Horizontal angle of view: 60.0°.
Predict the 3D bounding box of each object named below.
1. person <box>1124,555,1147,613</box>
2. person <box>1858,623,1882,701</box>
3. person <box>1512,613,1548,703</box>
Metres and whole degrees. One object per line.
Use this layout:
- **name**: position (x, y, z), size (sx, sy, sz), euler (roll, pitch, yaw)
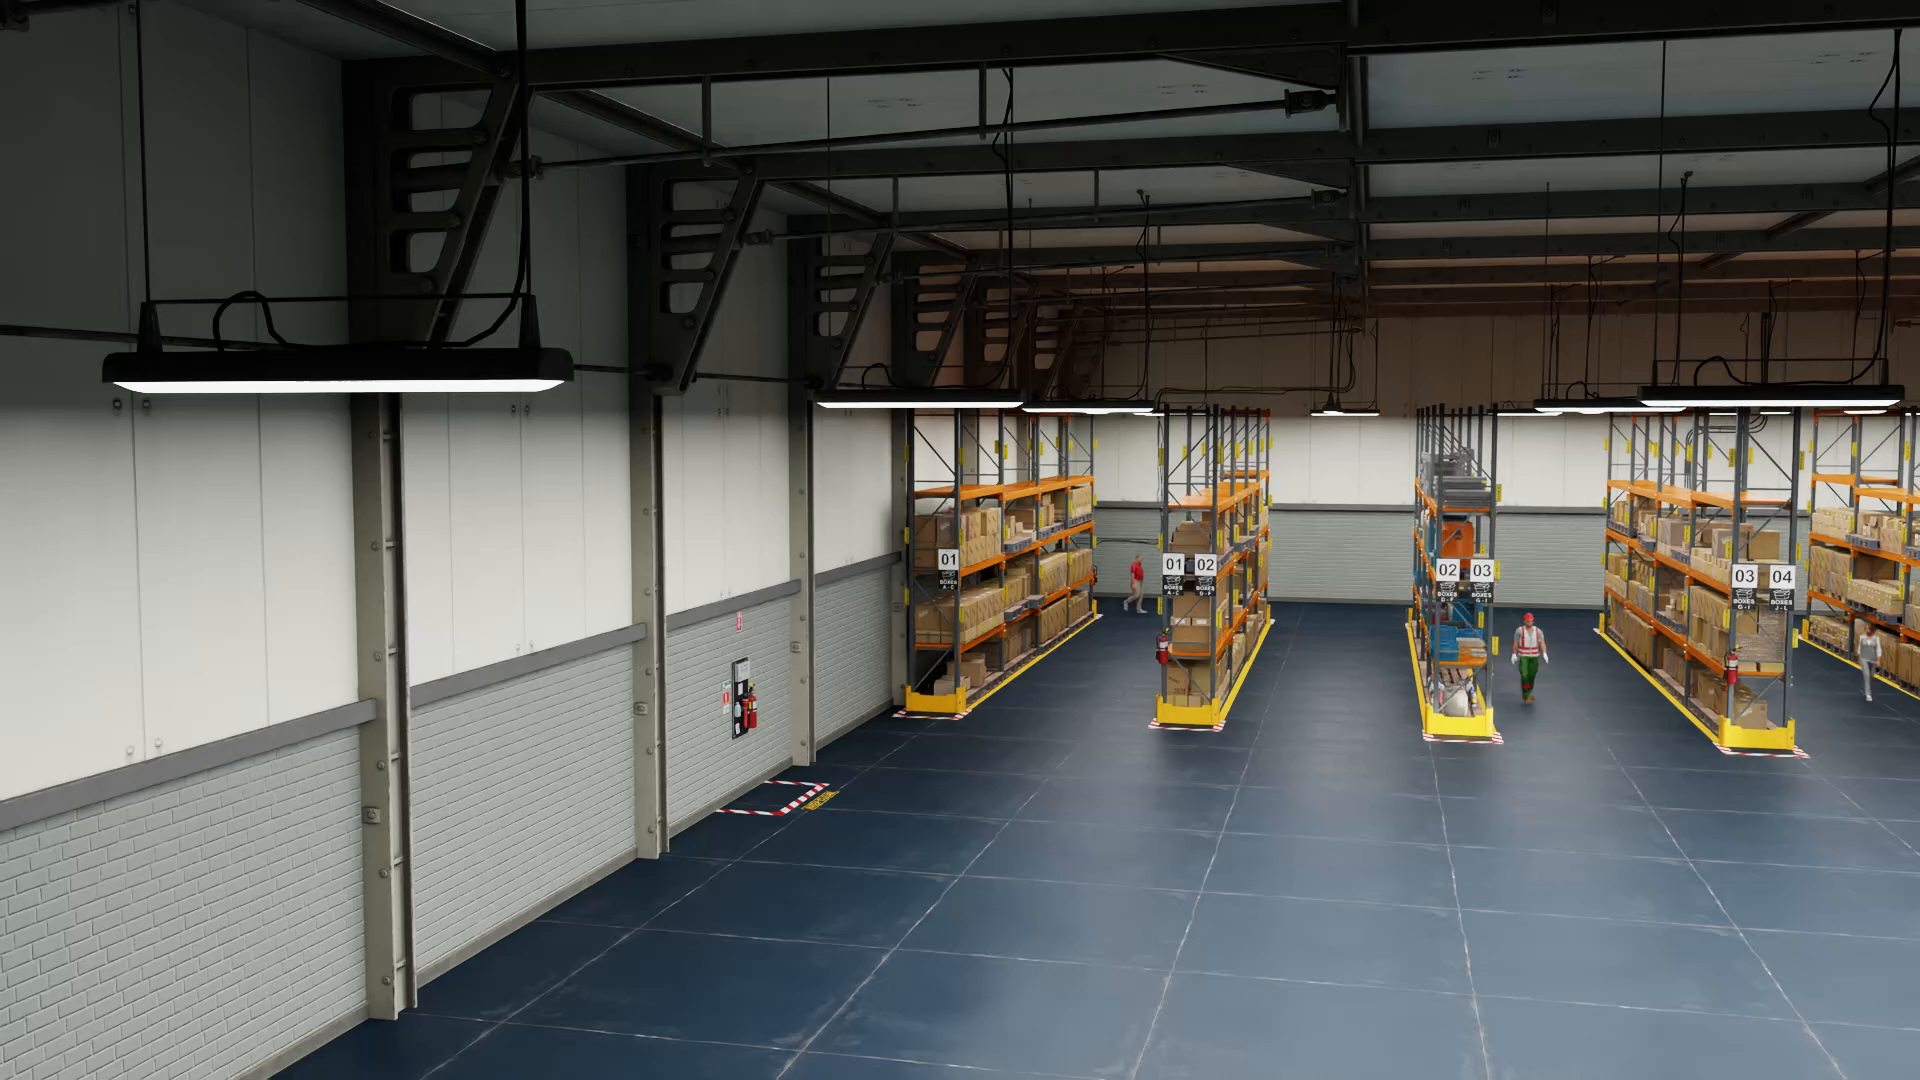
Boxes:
- **person**: position (5.159, 1.291, 48.910), size (0.640, 1.717, 0.588), euler (2, 5, 31)
- **person**: position (18.526, 2.463, 33.859), size (0.375, 1.540, 0.972), euler (1, 4, 13)
- **person**: position (11.563, 2.400, 33.727), size (0.658, 1.834, 0.561), euler (0, 4, 3)
